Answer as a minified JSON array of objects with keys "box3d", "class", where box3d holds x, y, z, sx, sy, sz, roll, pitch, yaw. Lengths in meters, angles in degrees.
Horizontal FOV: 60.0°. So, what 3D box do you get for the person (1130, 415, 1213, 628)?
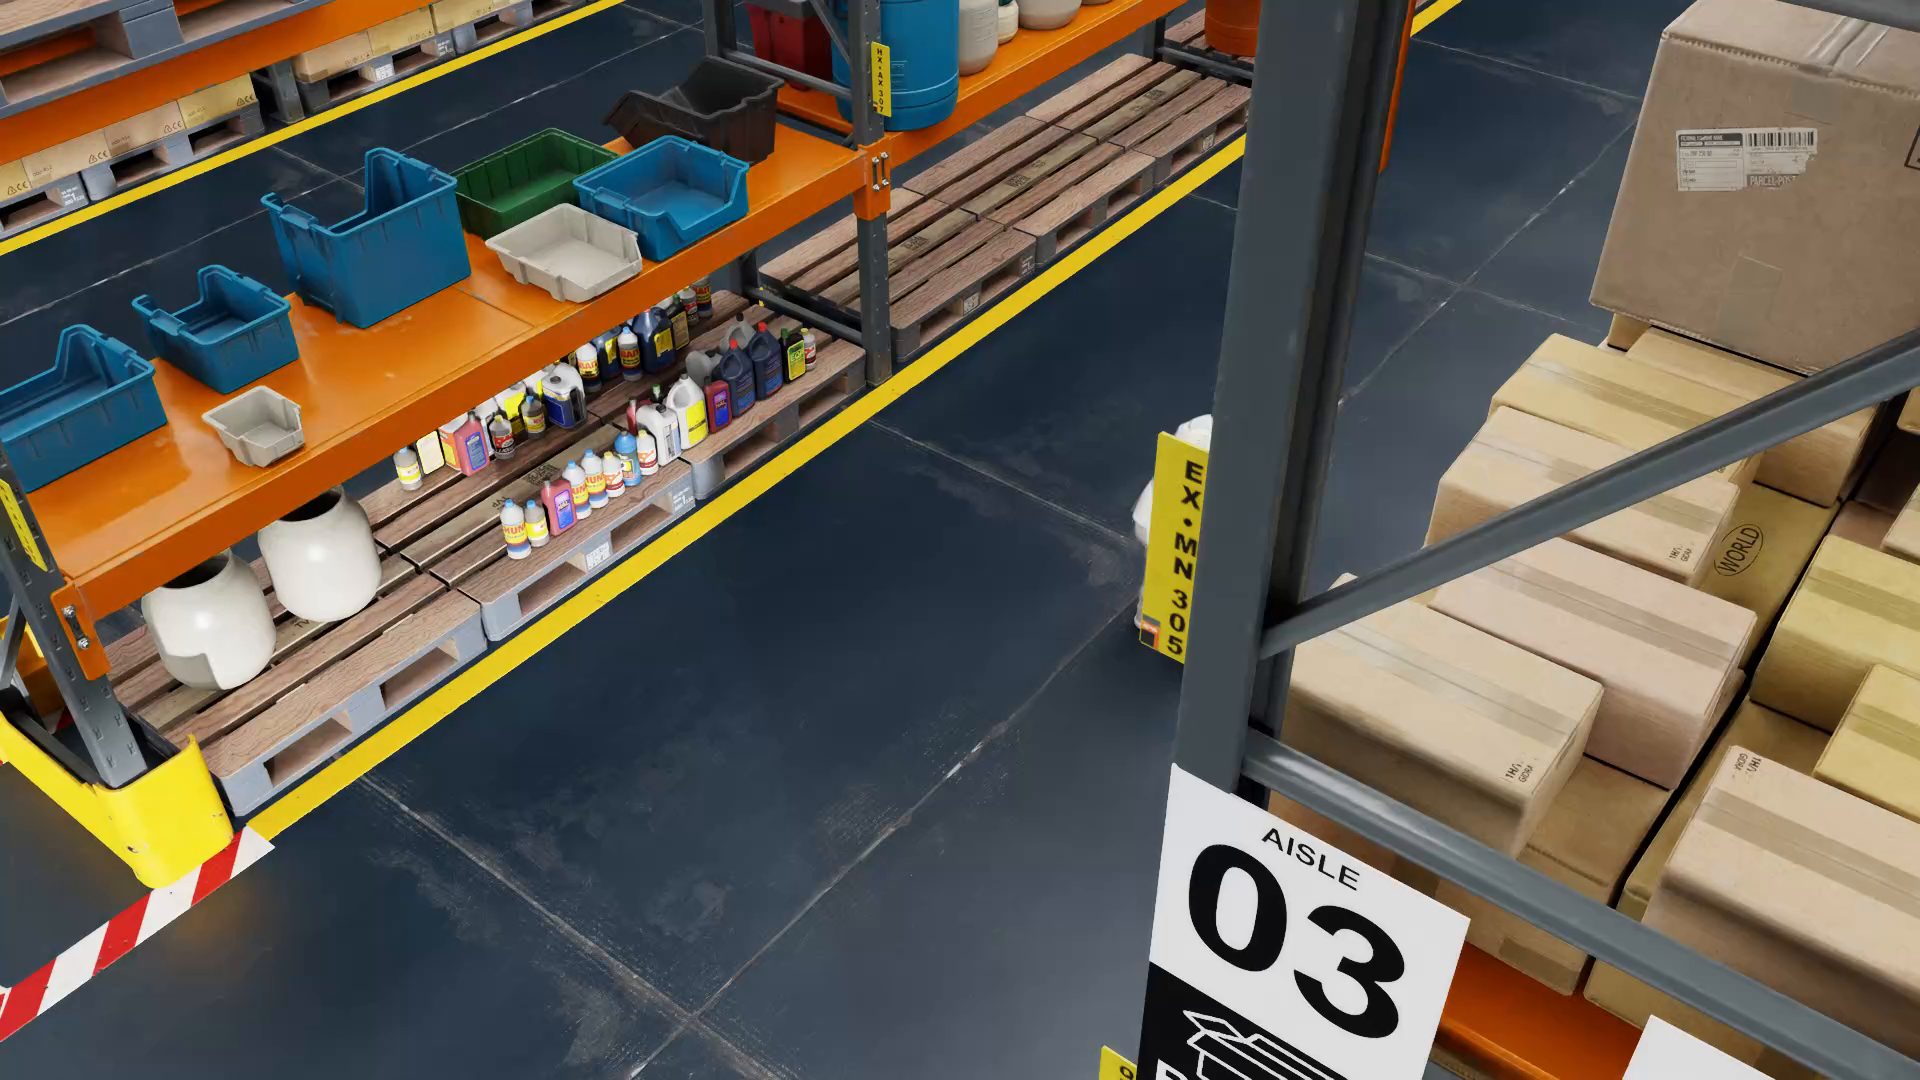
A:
[{"box3d":[1.027,-0.107,6.830,0.469,0.982,0.911,24,45,27],"class":"person"}]
